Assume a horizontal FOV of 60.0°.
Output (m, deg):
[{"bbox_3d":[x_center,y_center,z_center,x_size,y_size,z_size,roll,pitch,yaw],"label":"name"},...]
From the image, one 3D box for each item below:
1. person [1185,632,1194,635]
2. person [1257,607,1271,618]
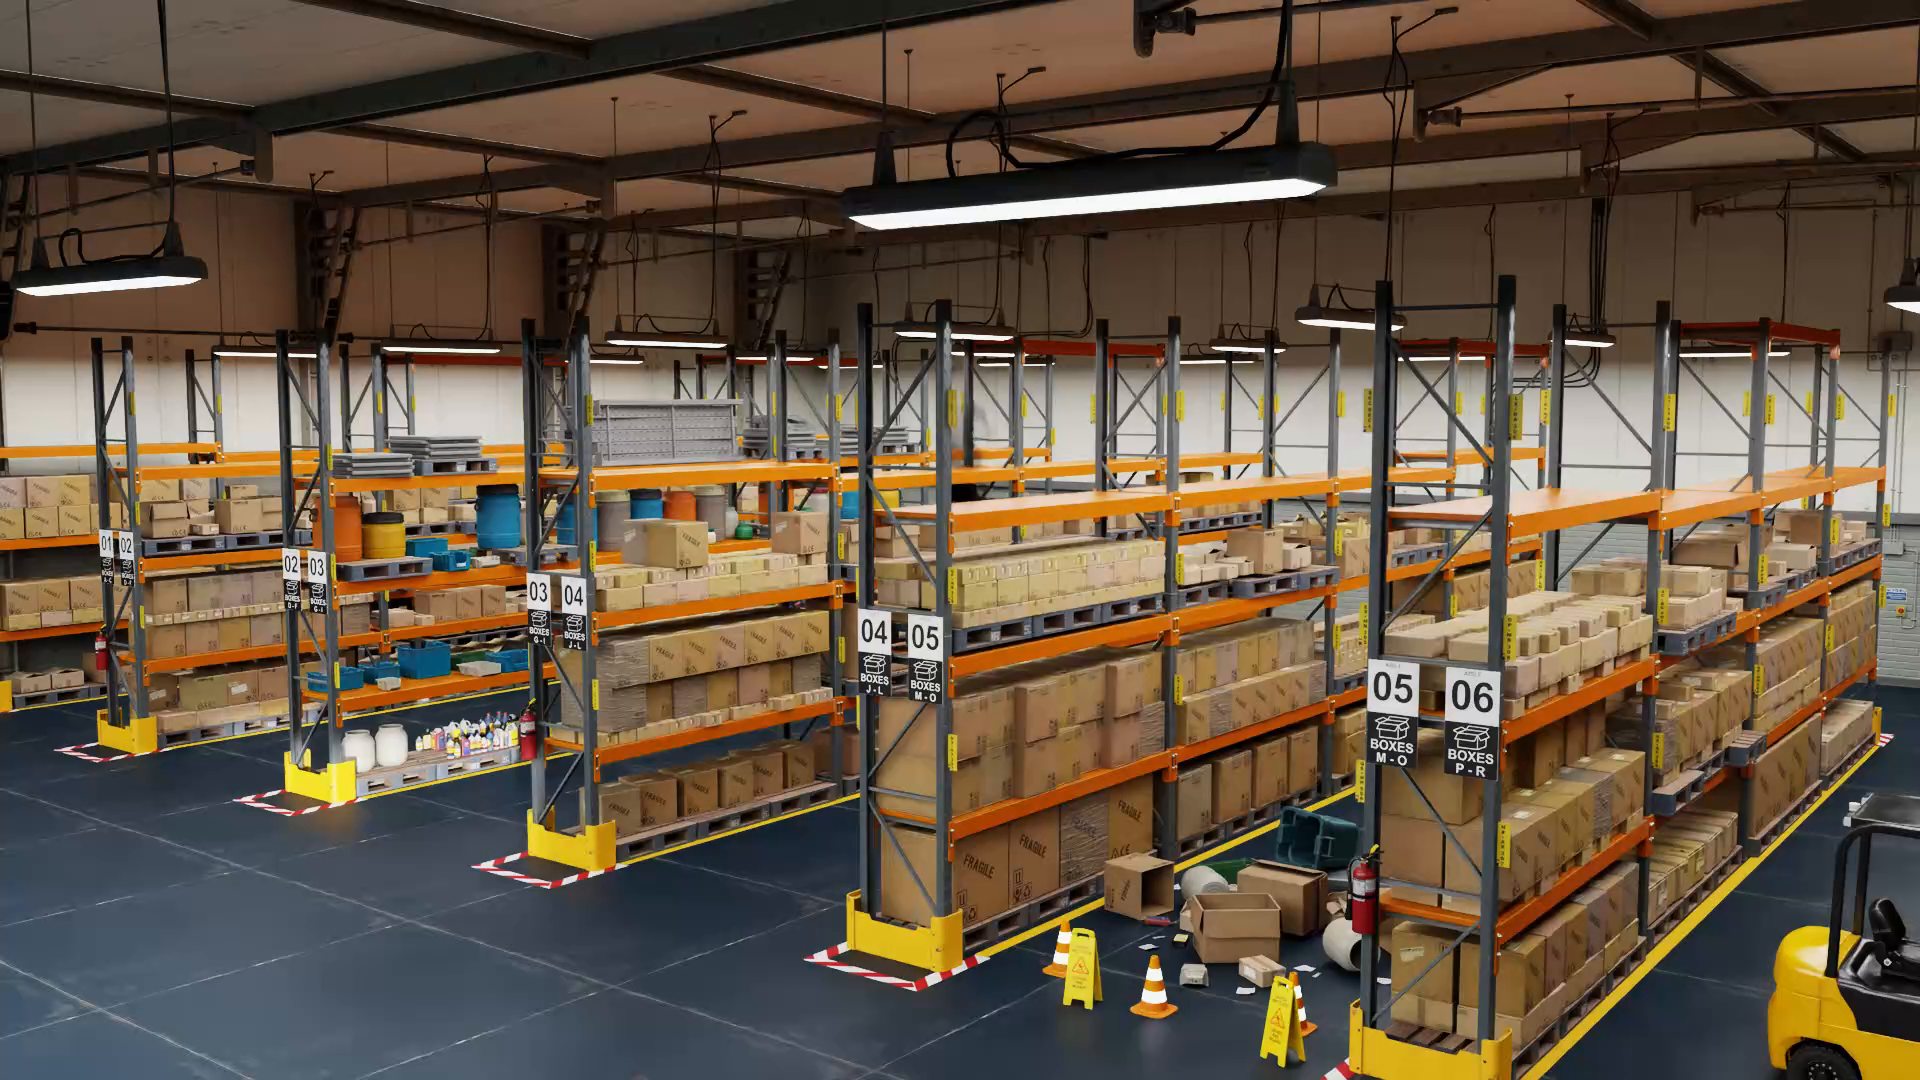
[{"bbox_3d":[3.075,2.082,22.454,0.570,1.693,0.897,4,6,36],"label":"person"},{"bbox_3d":[5.039,1.908,27.651,0.580,1.738,0.815,3,6,31],"label":"person"}]
